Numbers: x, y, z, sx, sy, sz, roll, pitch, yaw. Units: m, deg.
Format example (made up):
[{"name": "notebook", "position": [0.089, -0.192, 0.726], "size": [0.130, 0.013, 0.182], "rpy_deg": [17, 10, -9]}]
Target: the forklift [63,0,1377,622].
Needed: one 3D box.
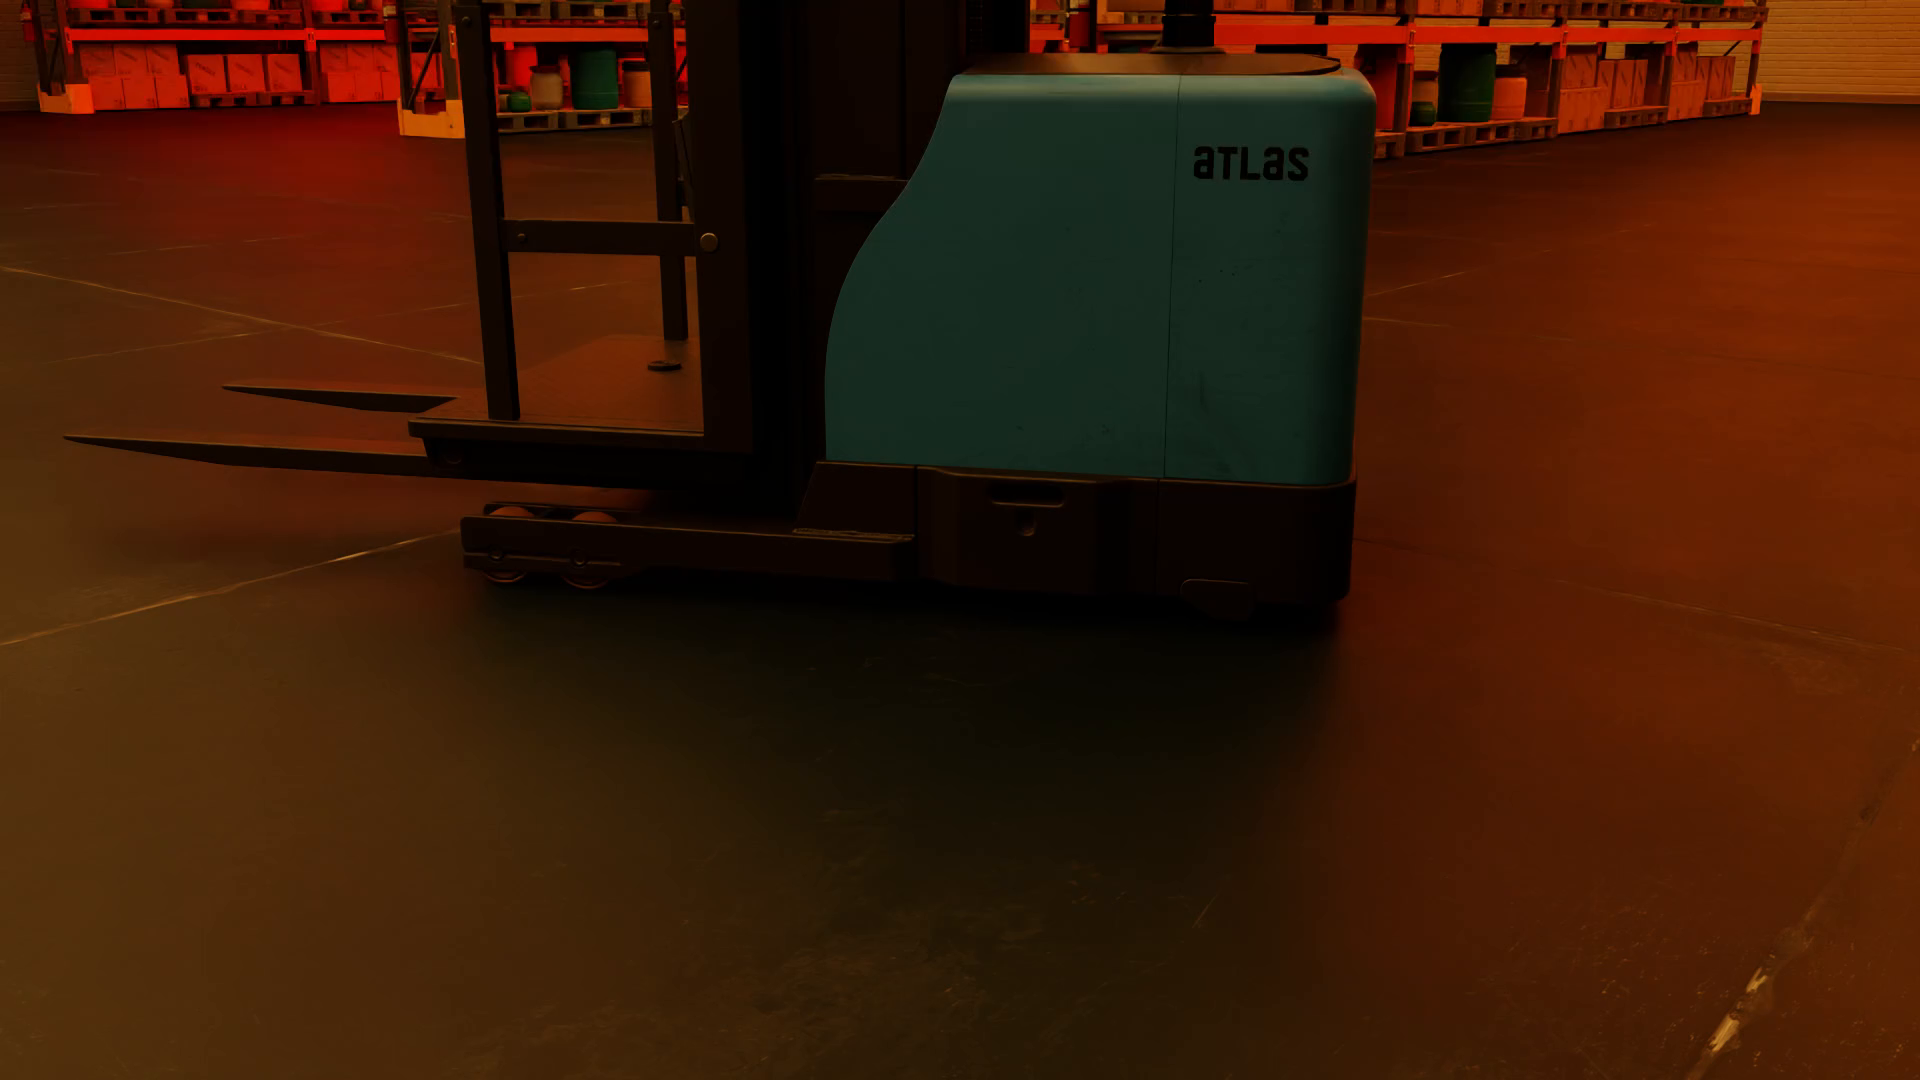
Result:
[{"name": "forklift", "position": [-0.610, -1.441, 3.642], "size": [3.031, 2.935, 1.130], "rpy_deg": [4, 17, 12]}]
